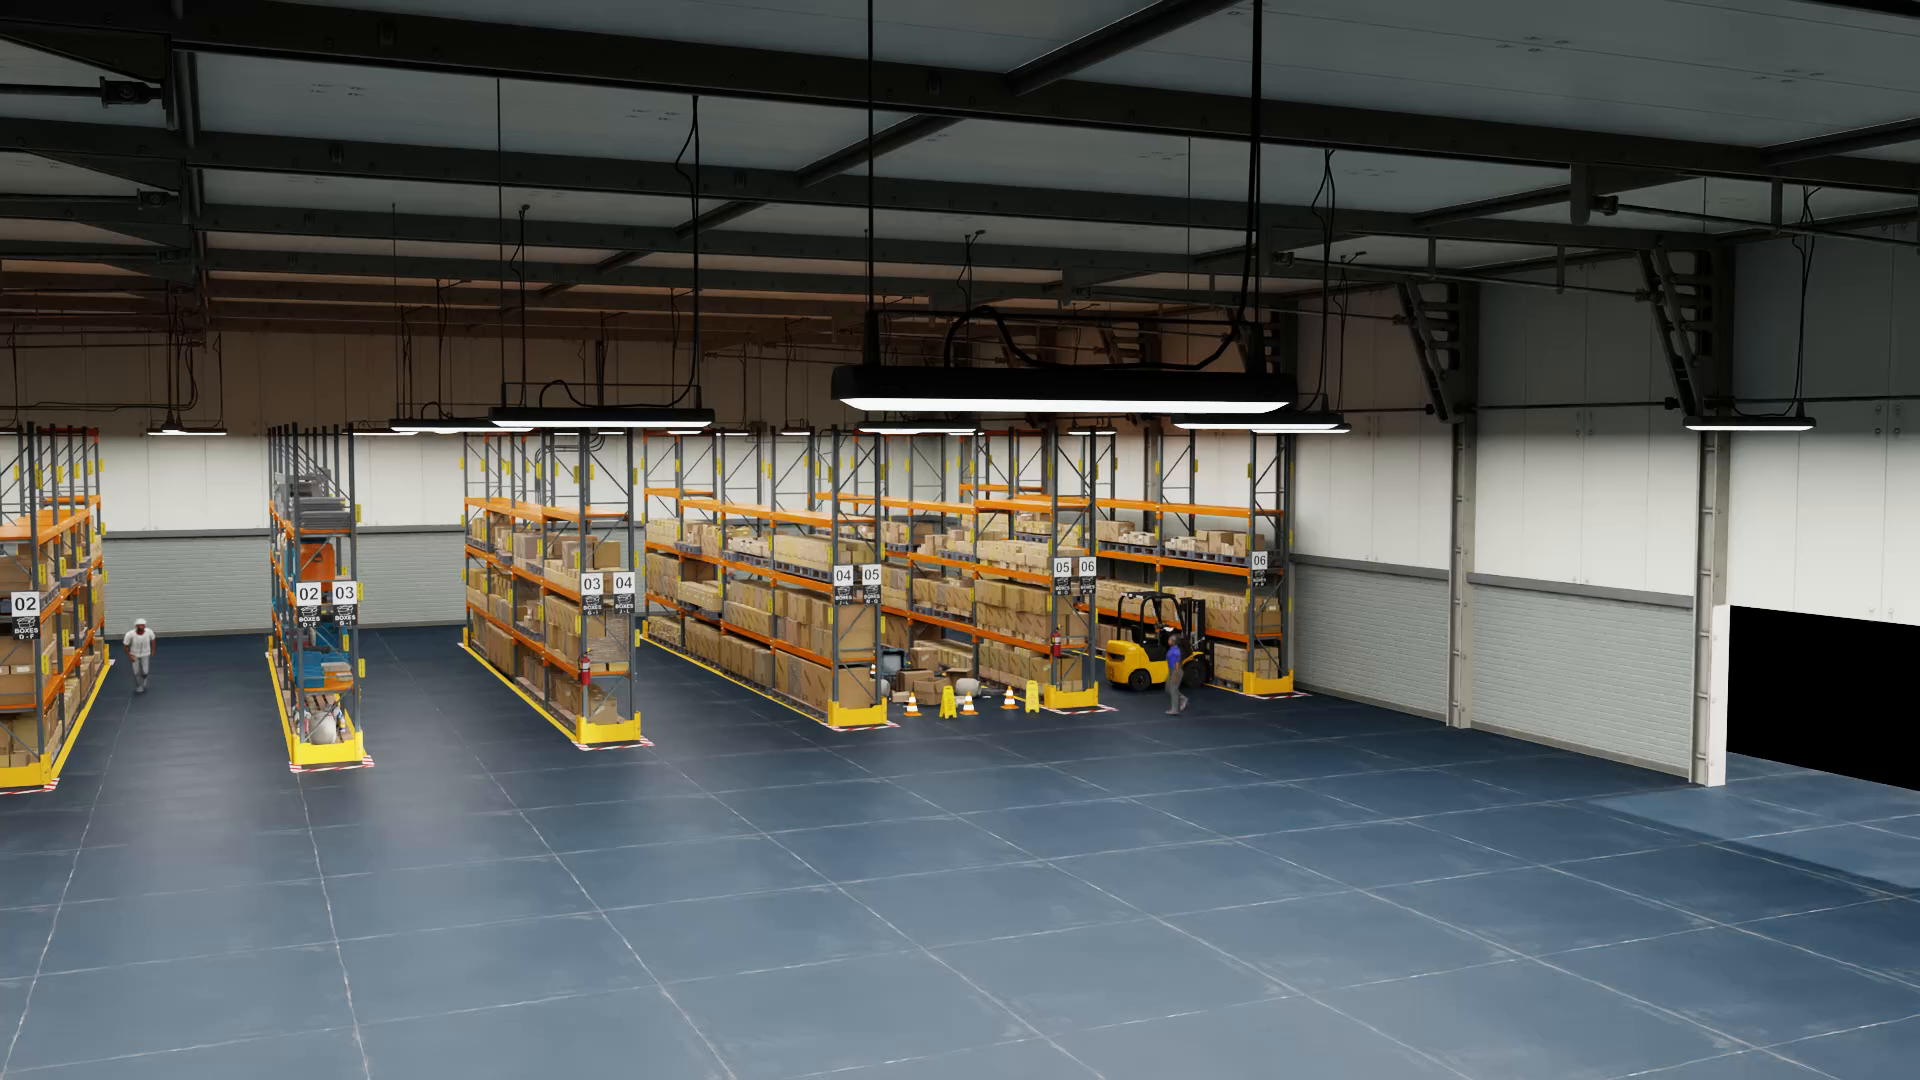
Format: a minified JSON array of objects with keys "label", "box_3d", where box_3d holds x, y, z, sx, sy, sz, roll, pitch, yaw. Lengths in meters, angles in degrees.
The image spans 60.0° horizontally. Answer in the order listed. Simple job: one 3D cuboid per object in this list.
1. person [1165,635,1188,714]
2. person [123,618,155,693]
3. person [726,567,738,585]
[{"label":"person","box_3d":[4.518,2.784,34.515,0.572,1.624,0.439,-1,4,-19]},{"label":"person","box_3d":[-18.497,2.597,37.487,0.651,1.691,0.632,-2,4,-26]},{"label":"person","box_3d":[-7.191,1.680,52.174,0.518,1.696,0.820,2,4,35]}]
